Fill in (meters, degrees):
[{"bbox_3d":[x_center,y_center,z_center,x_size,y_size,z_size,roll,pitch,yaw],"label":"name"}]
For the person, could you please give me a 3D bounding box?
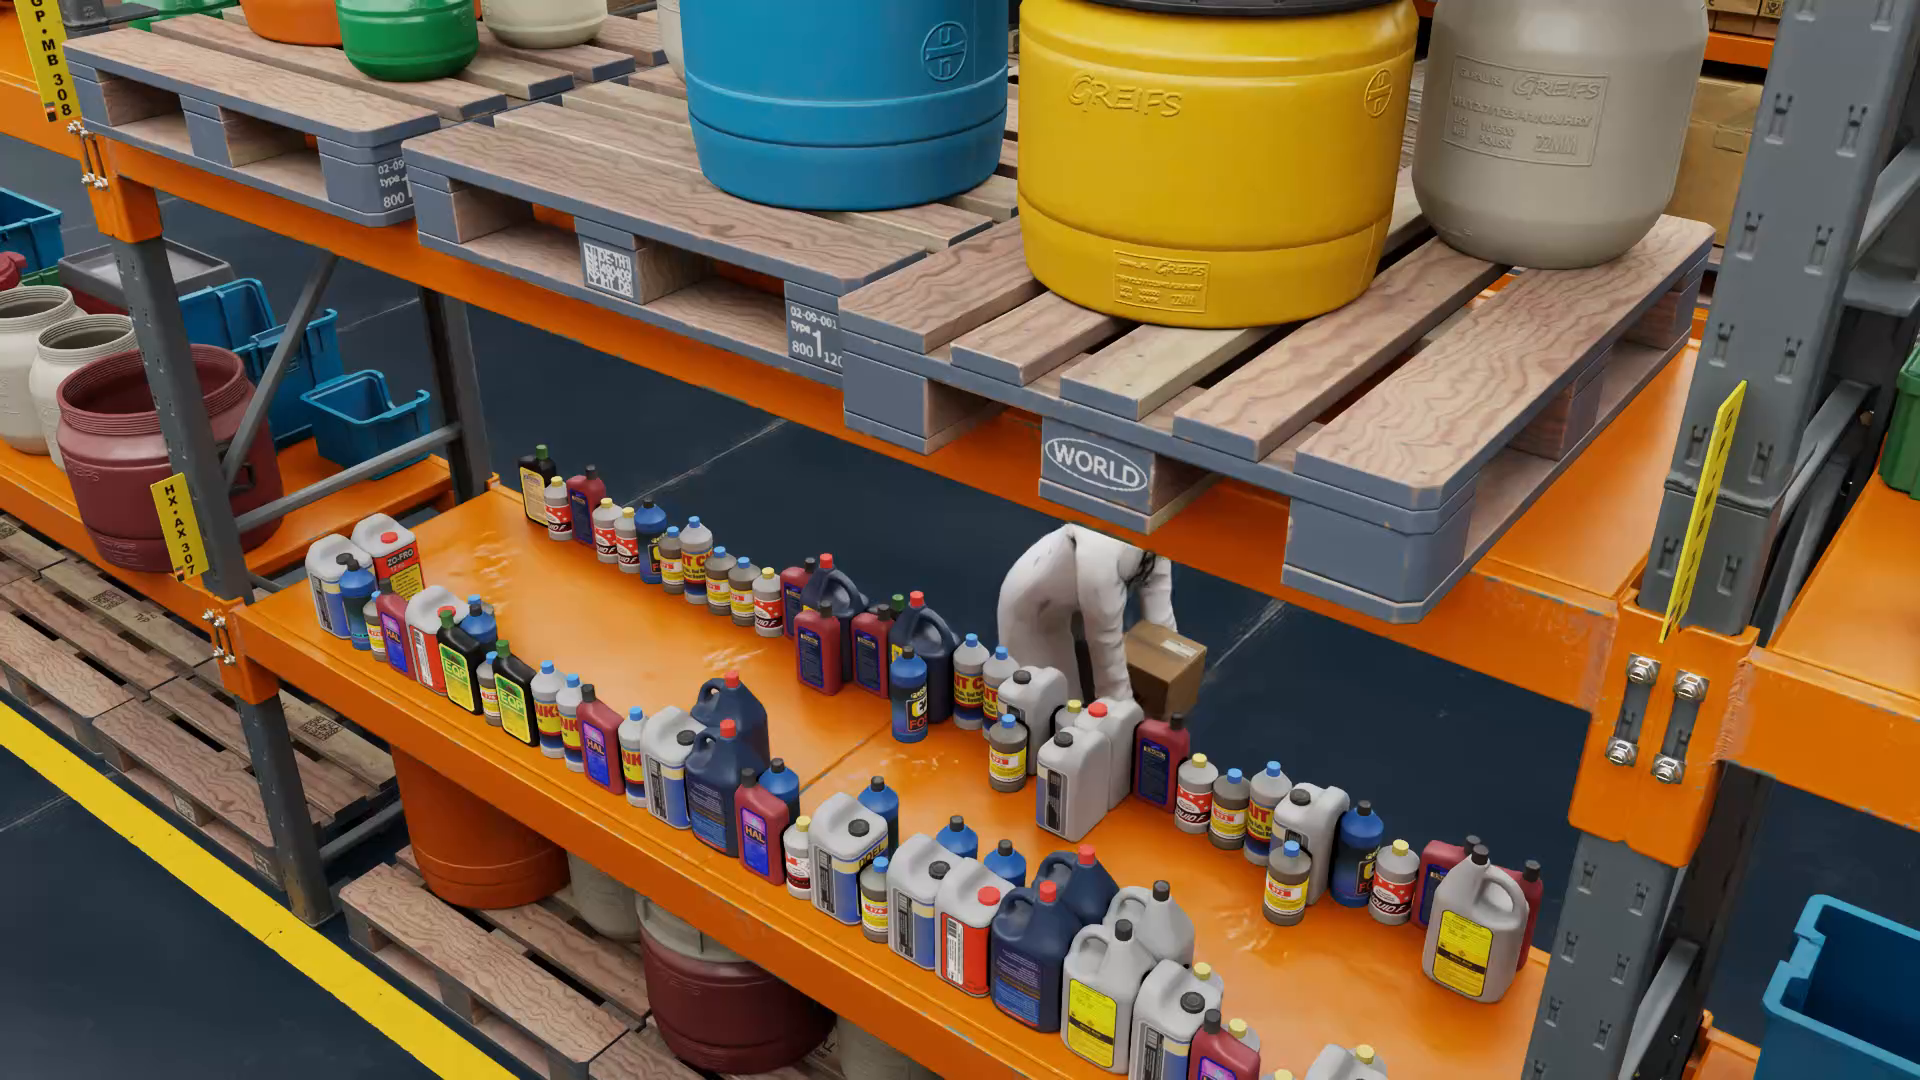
[{"bbox_3d":[0.467,0.388,5.660,0.716,1.609,0.550,20,36,30],"label":"person"}]
